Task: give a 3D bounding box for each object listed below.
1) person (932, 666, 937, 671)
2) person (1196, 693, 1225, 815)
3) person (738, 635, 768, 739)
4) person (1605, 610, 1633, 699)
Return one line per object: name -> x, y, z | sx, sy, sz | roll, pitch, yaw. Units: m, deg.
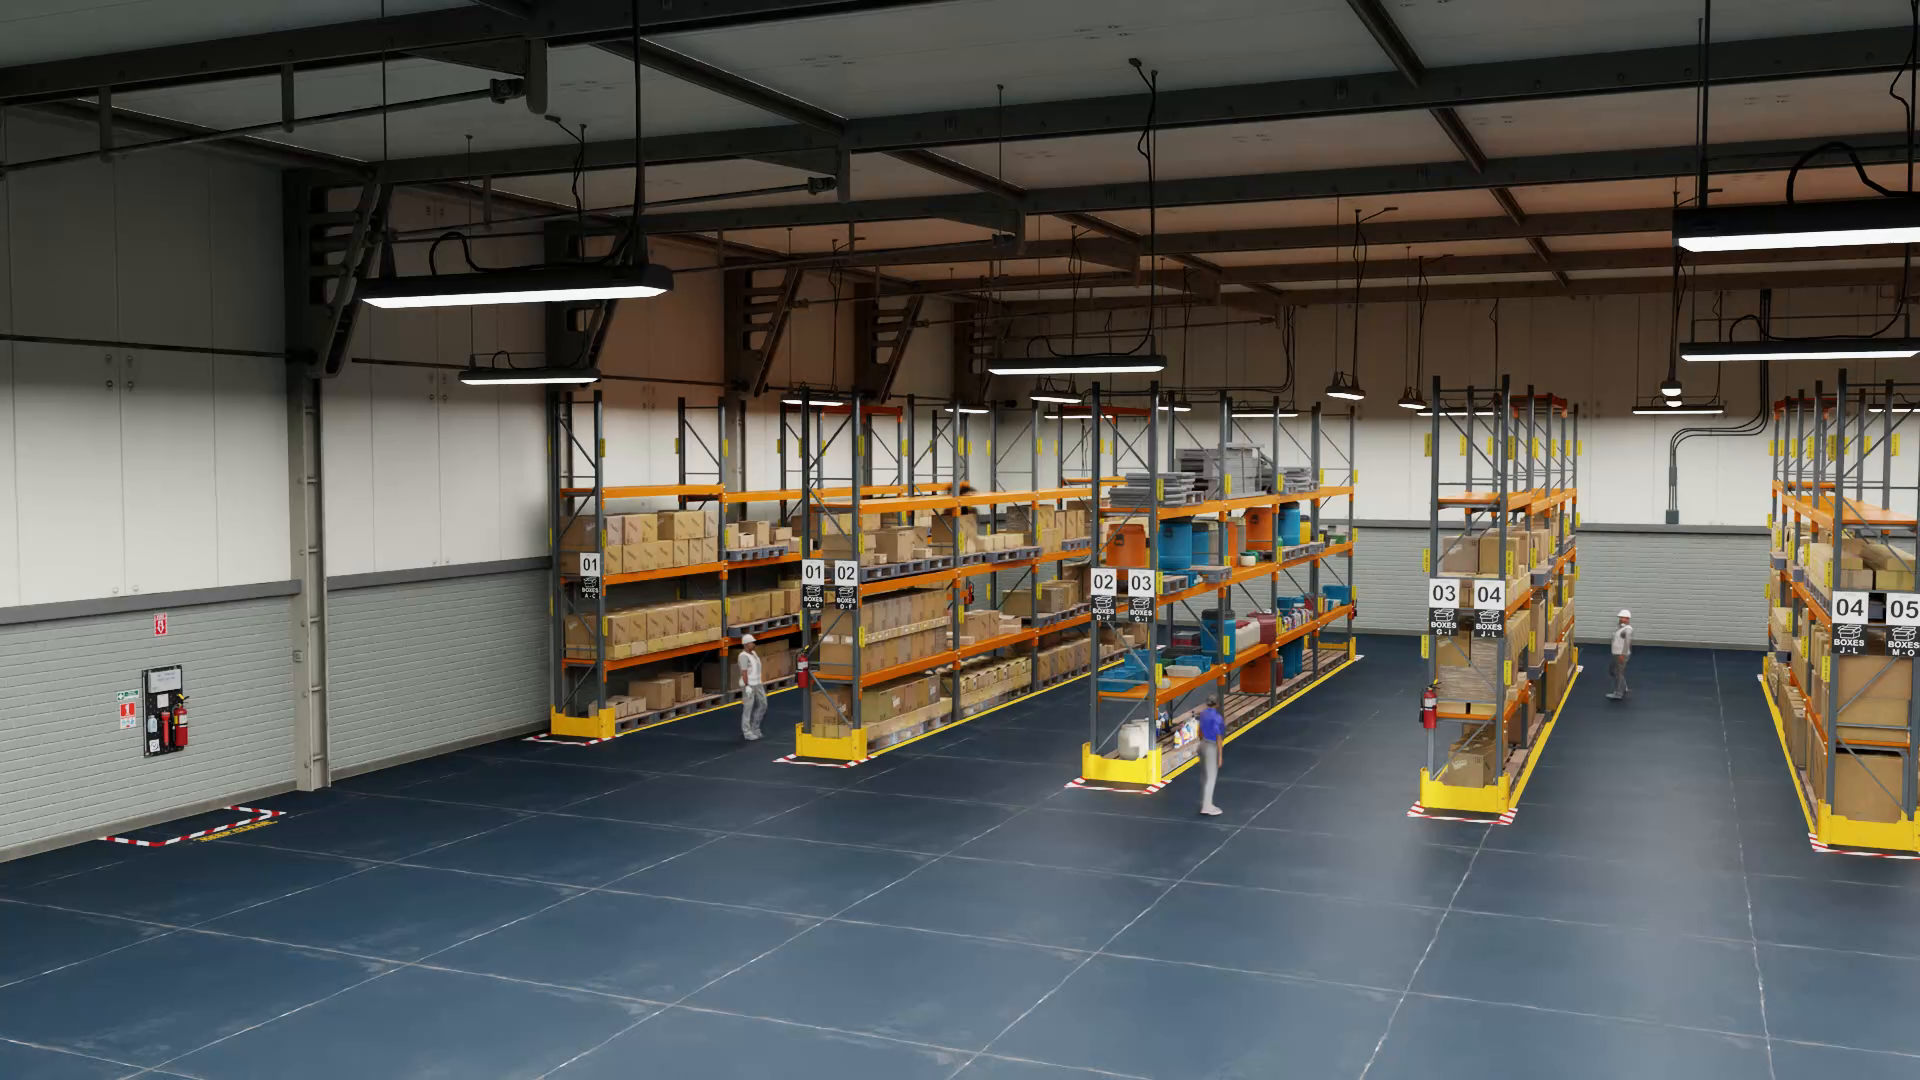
person -> -0.830, 2.194, 35.746 | 0.673, 1.669, 1.072 | 1, 3, 20
person -> 3.454, 2.969, 22.764 | 0.396, 1.574, 0.470 | -1, 3, -25
person -> -3.608, 2.544, 28.673 | 0.441, 1.827, 0.584 | 2, 4, 27
person -> 13.161, 2.273, 33.192 | 0.486, 1.771, 0.573 | 1, 3, 18
